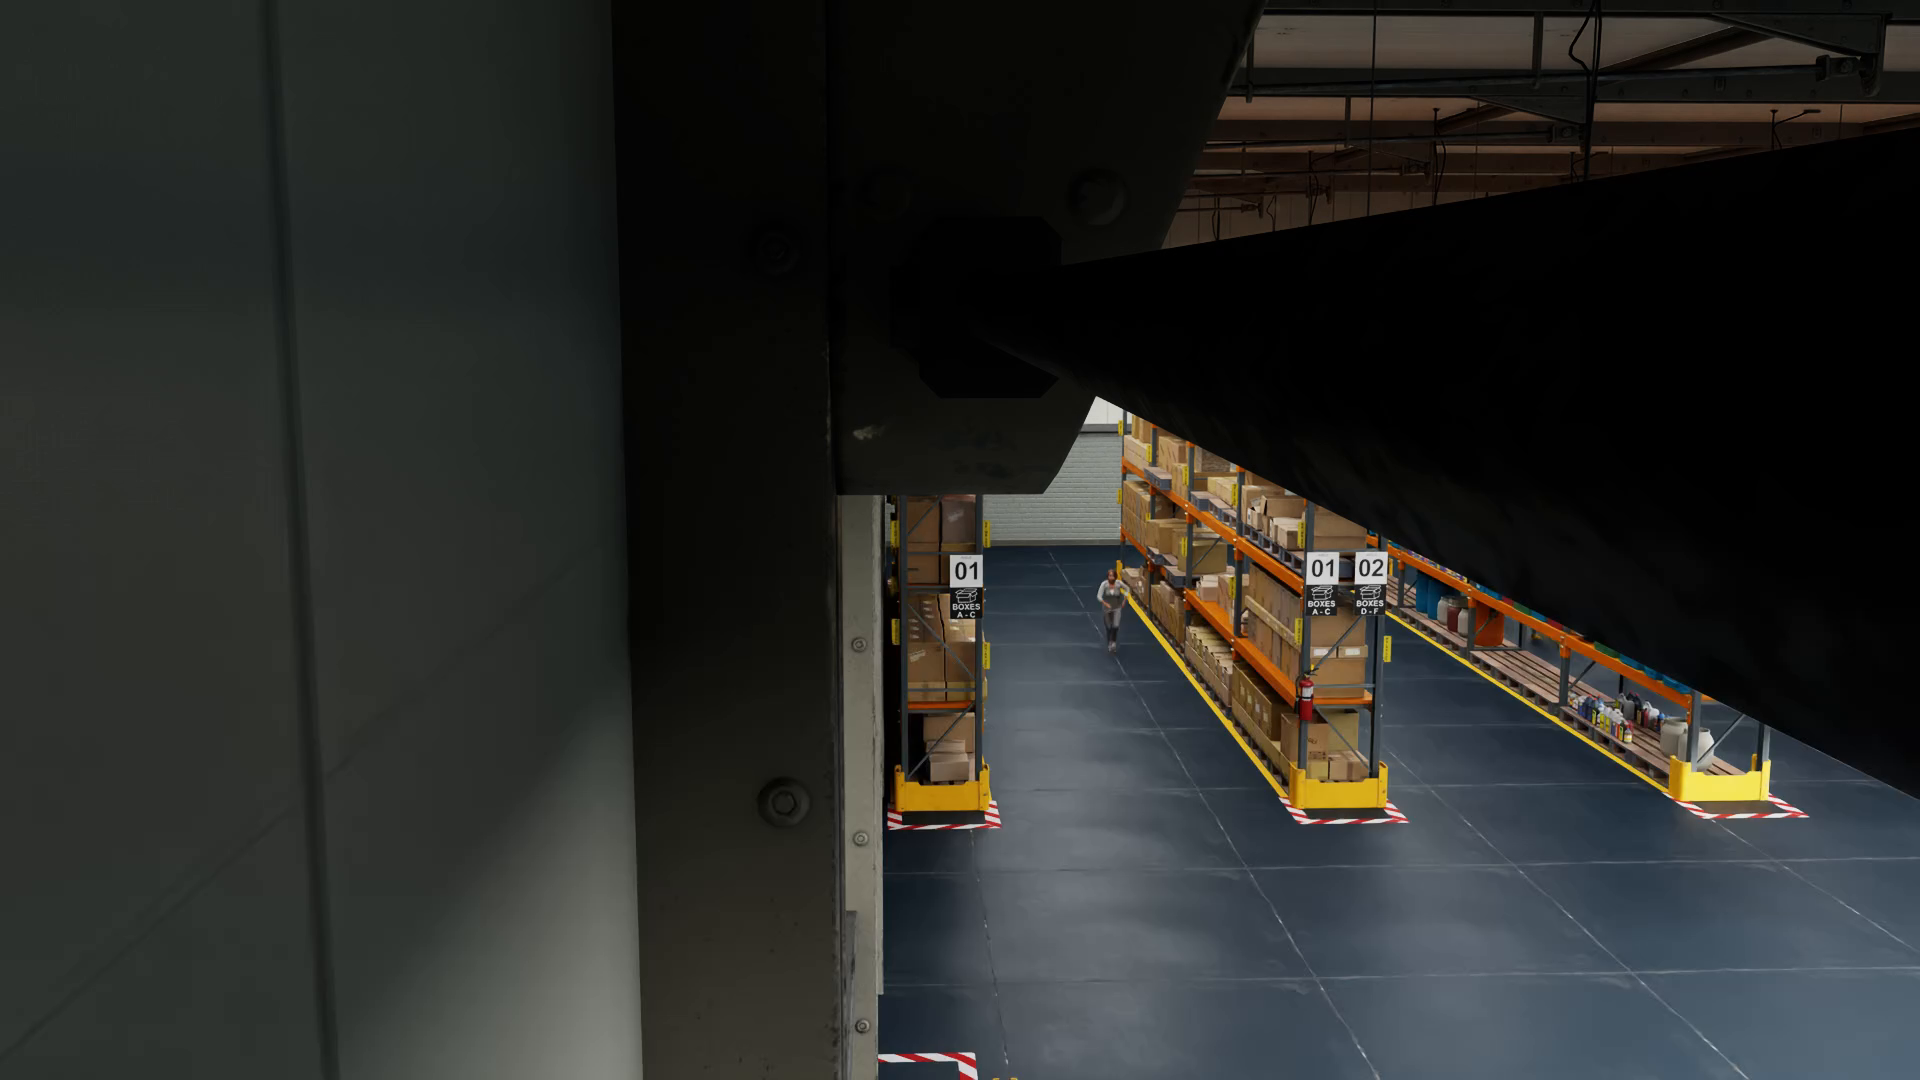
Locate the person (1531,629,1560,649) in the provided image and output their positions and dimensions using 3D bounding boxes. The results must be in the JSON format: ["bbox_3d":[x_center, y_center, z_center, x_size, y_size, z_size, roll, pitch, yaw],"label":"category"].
[{"bbox_3d":[10.650,1.072,29.944,0.679,1.714,1.093,-1,8,-6],"label":"person"}]

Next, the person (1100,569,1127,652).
[{"bbox_3d":[1.198,1.619,26.834,2.906,1.515,6.367,1,8,7],"label":"person"}]
